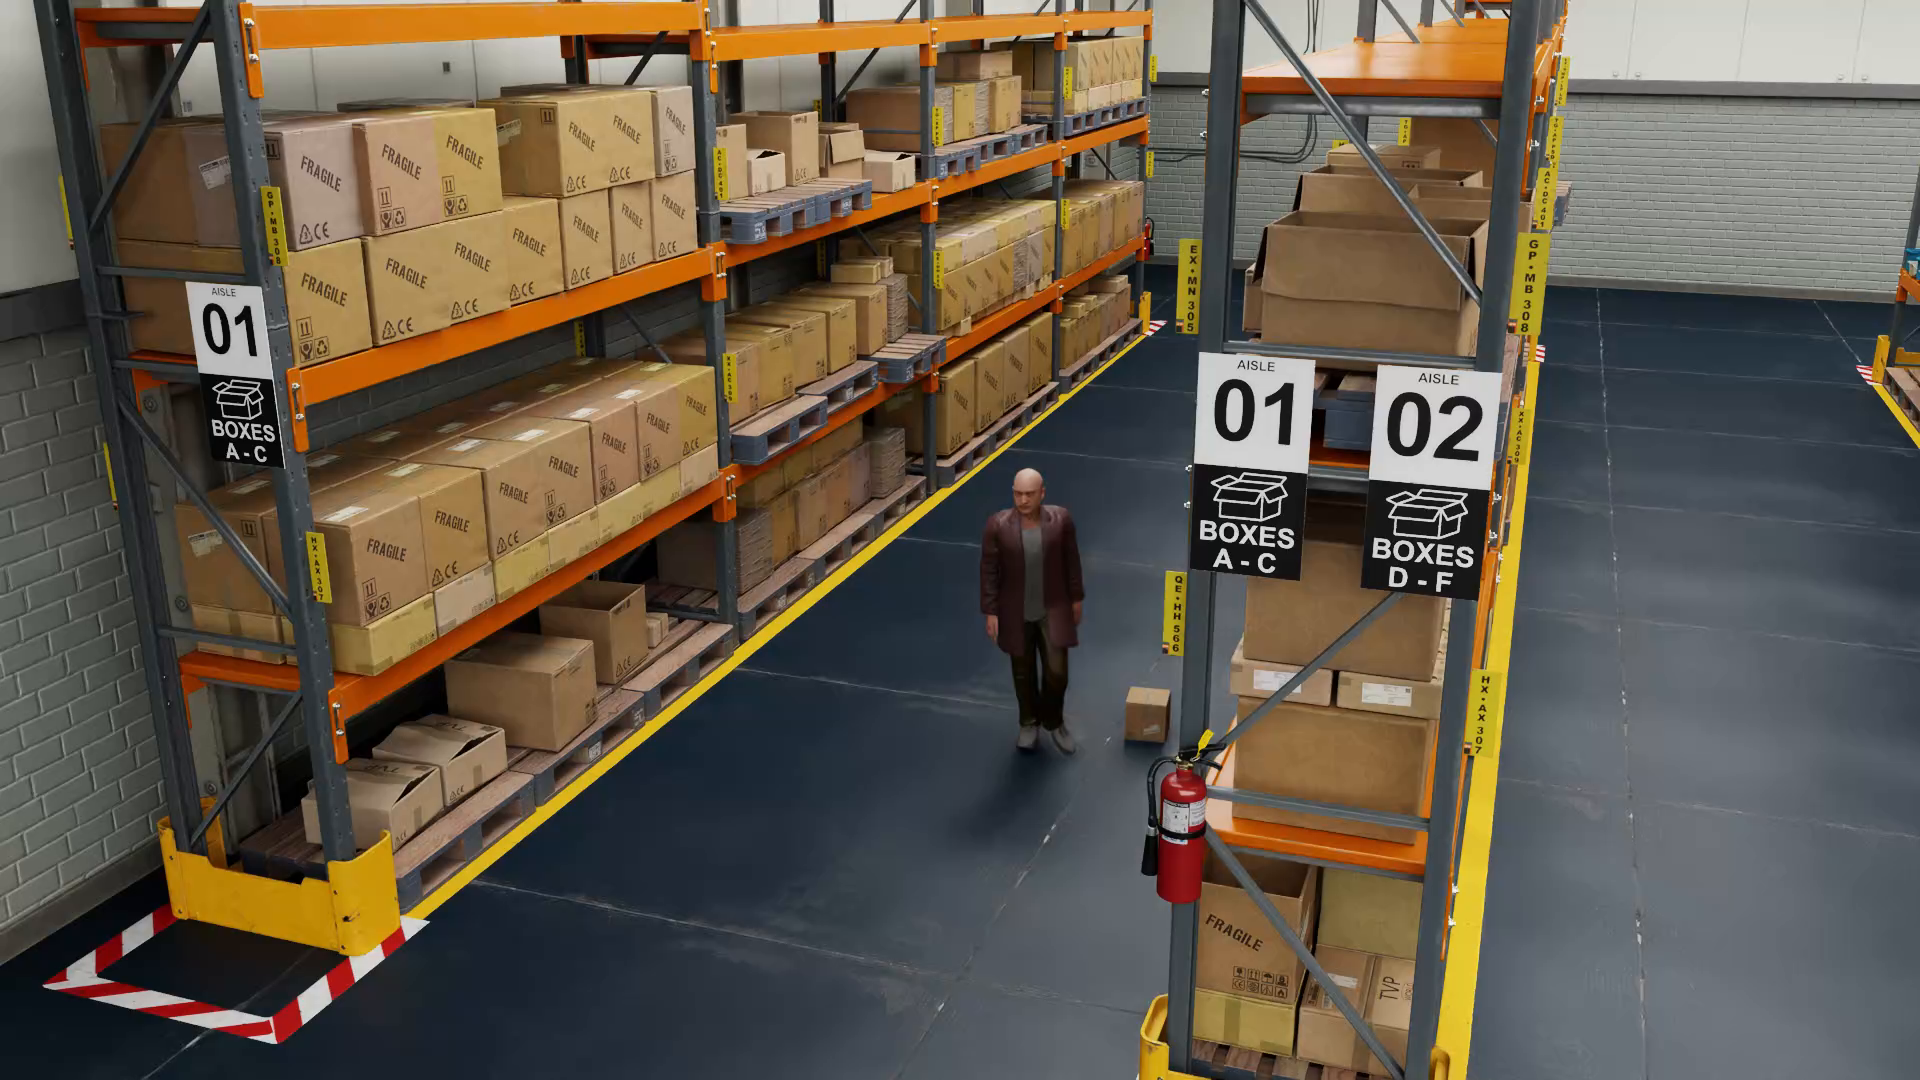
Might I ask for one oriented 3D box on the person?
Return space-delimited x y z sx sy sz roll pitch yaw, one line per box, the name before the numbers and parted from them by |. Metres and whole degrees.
person | 0.424 0.409 9.785 0.618 1.763 0.556 2 18 5
